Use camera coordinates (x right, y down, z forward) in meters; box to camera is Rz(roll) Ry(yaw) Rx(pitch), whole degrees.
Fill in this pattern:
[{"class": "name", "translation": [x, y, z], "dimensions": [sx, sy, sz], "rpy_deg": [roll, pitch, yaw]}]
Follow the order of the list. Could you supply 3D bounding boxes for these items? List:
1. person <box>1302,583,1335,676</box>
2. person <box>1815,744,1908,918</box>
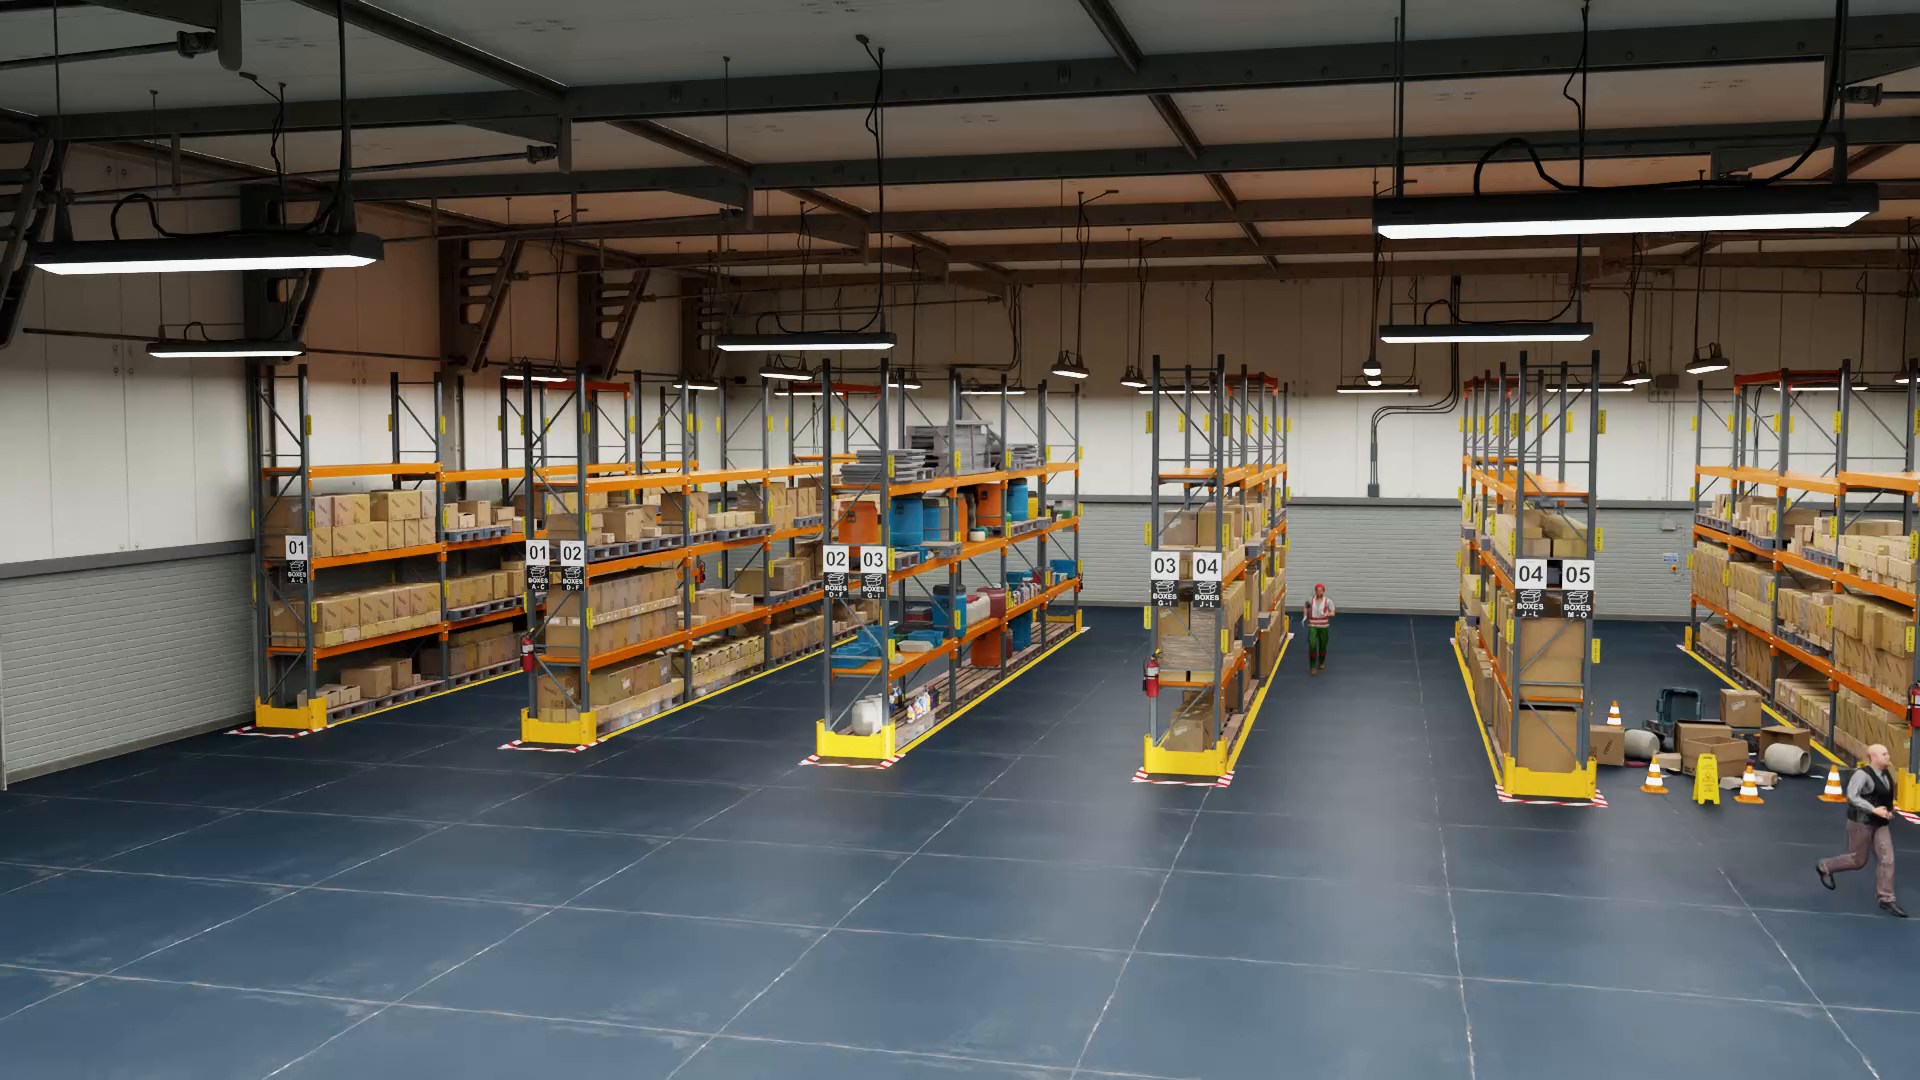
[{"class": "person", "translation": [7.218, 1.785, 33.506], "dimensions": [0.653, 1.835, 0.804], "rpy_deg": [1, 4, 13]}, {"class": "person", "translation": [9.410, 2.958, 17.275], "dimensions": [0.681, 1.717, 0.989], "rpy_deg": [-2, 5, -31]}]
